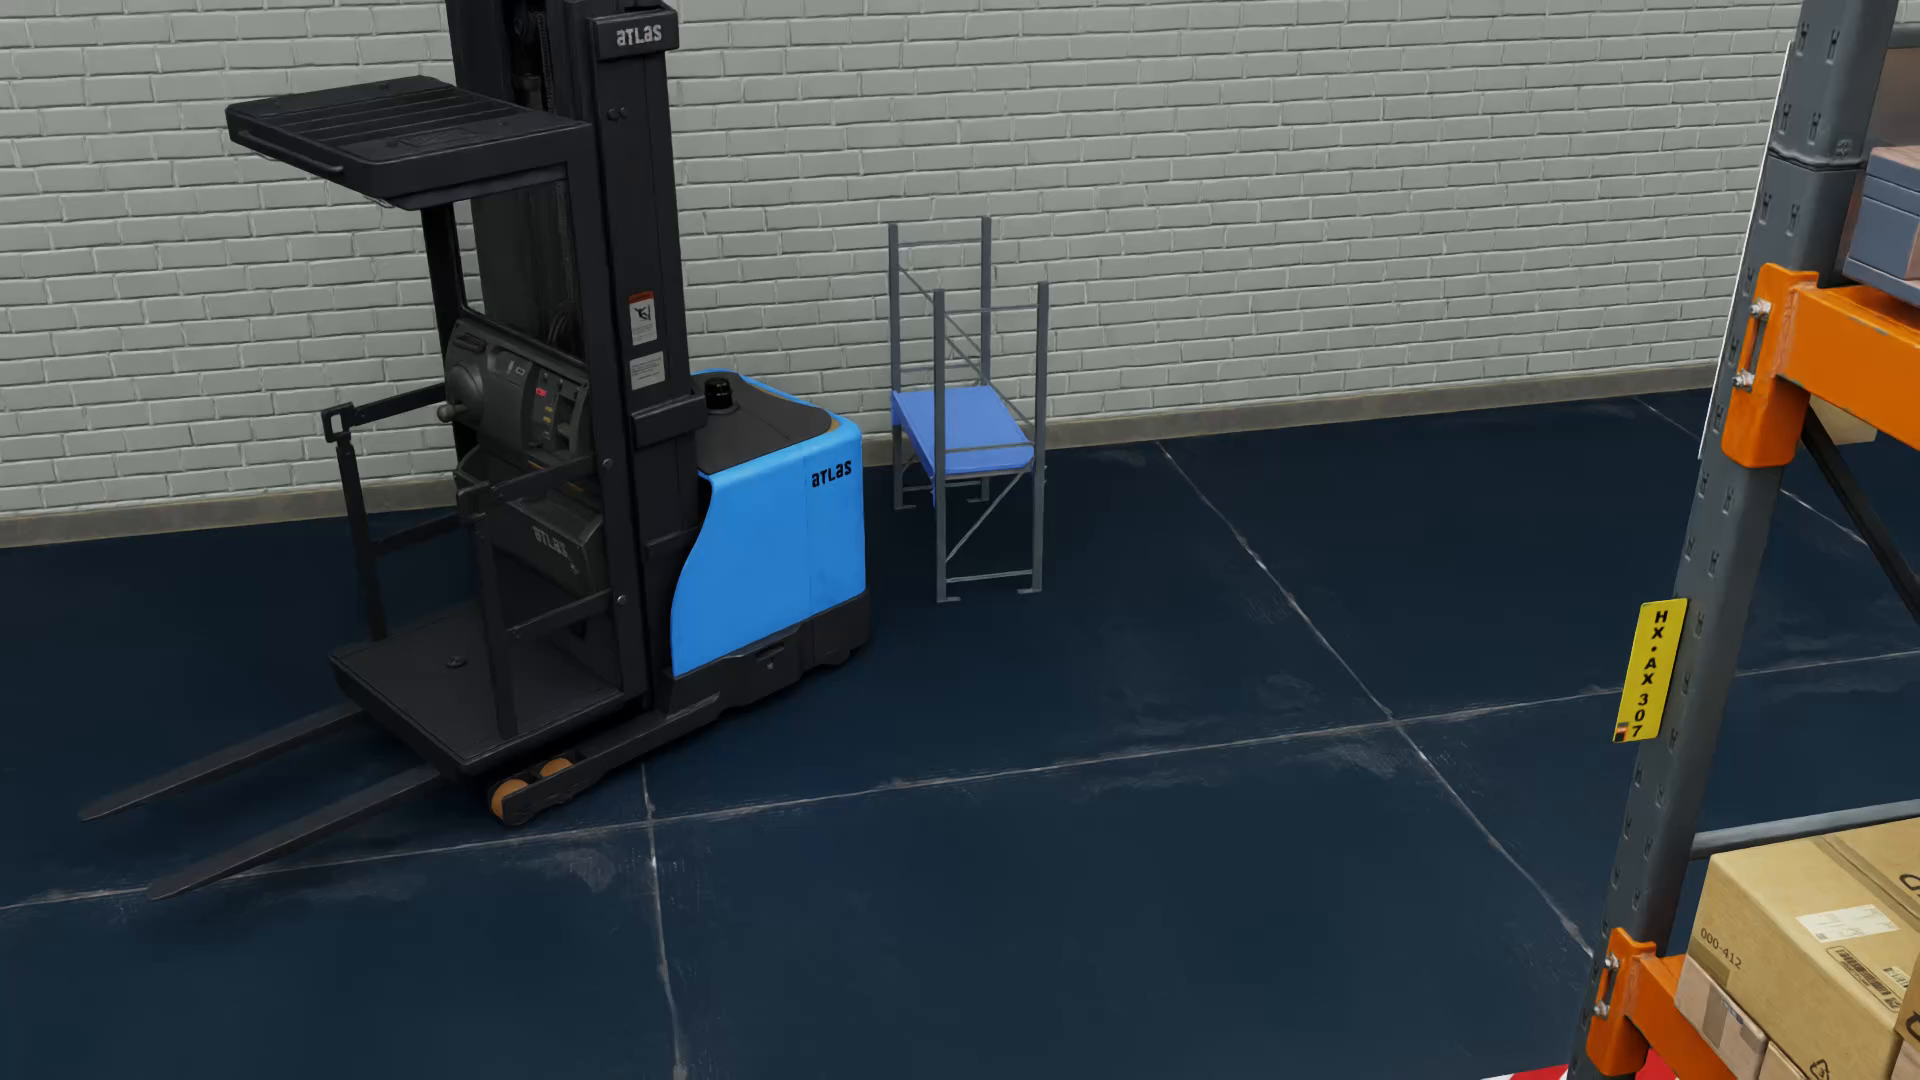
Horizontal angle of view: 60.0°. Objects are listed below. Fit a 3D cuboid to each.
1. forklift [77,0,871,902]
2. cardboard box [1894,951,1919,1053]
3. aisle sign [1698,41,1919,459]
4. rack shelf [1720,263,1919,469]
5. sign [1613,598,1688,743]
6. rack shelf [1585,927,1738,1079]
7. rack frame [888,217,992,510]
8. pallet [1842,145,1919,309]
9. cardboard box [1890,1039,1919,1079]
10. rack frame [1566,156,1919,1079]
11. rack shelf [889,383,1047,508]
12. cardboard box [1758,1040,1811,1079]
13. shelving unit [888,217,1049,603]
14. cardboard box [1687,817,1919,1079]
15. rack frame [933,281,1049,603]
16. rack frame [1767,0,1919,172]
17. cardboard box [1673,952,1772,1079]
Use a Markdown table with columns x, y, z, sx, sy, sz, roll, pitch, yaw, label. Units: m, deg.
| x | y | z | sx | sy | sz | roll | pitch | yaw | label |
| --- | --- | --- | --- | --- | --- | --- | --- | --- | --- |
| -1.794 | -0.516 | 6.020 | 3.031 | 2.935 | 1.130 | -24 | 35 | -39 | forklift |
| 1.888 | 0.691 | 2.557 | 0.500 | 0.500 | 0.500 | -7 | 28 | -13 | cardboard box |
| 1.621 | -0.528 | 3.082 | 0.394 | 0.787 | 0.004 | -6 | 27 | -12 | aisle sign |
| 2.381 | 0.494 | 1.413 | 1.077 | 0.370 | 4.000 | -6 | 27 | -12 | rack shelf |
| 1.388 | 0.265 | 3.347 | 0.100 | 0.325 | 0.005 | -6 | 27 | -12 | sign |
| 2.381 | 1.833 | 2.089 | 1.077 | 0.370 | 4.000 | -6 | 27 | -12 | rack shelf |
| -0.095 | -0.855 | 8.280 | 0.500 | 1.500 | 0.032 | -6 | 27 | -12 | rack frame |
| 2.107 | -0.341 | 2.367 | 1.003 | 0.211 | 1.213 | -6 | 27 | -12 | pallet |
| 1.899 | 1.033 | 2.710 | 0.500 | 0.250 | 0.500 | -6 | 27 | -12 | cardboard box |
| 1.930 | 0.633 | 3.666 | 1.000 | 3.000 | 0.127 | -6 | 27 | -12 | rack frame |
| 0.019 | -0.472 | 7.919 | 0.538 | 0.185 | 1.000 | -6 | 27 | -12 | rack shelf |
| 1.748 | 1.047 | 3.125 | 0.380 | 0.149 | 0.250 | -6 | 27 | -12 | cardboard box |
| 0.019 | -0.632 | 7.838 | 0.538 | 1.500 | 1.048 | -6 | 27 | -12 | shelving unit |
| 1.775 | 0.806 | 3.161 | 0.500 | 0.250 | 0.500 | -7 | 28 | -13 | cardboard box |
| 0.134 | -0.409 | 7.396 | 0.500 | 1.500 | 0.032 | -6 | 27 | -12 | rack frame |
| 1.930 | -2.045 | 2.314 | 1.000 | 3.000 | 0.127 | -6 | 27 | -12 | rack frame |
| 1.688 | 0.935 | 3.347 | 0.380 | 0.149 | 0.250 | -6 | 27 | -11 | cardboard box |
